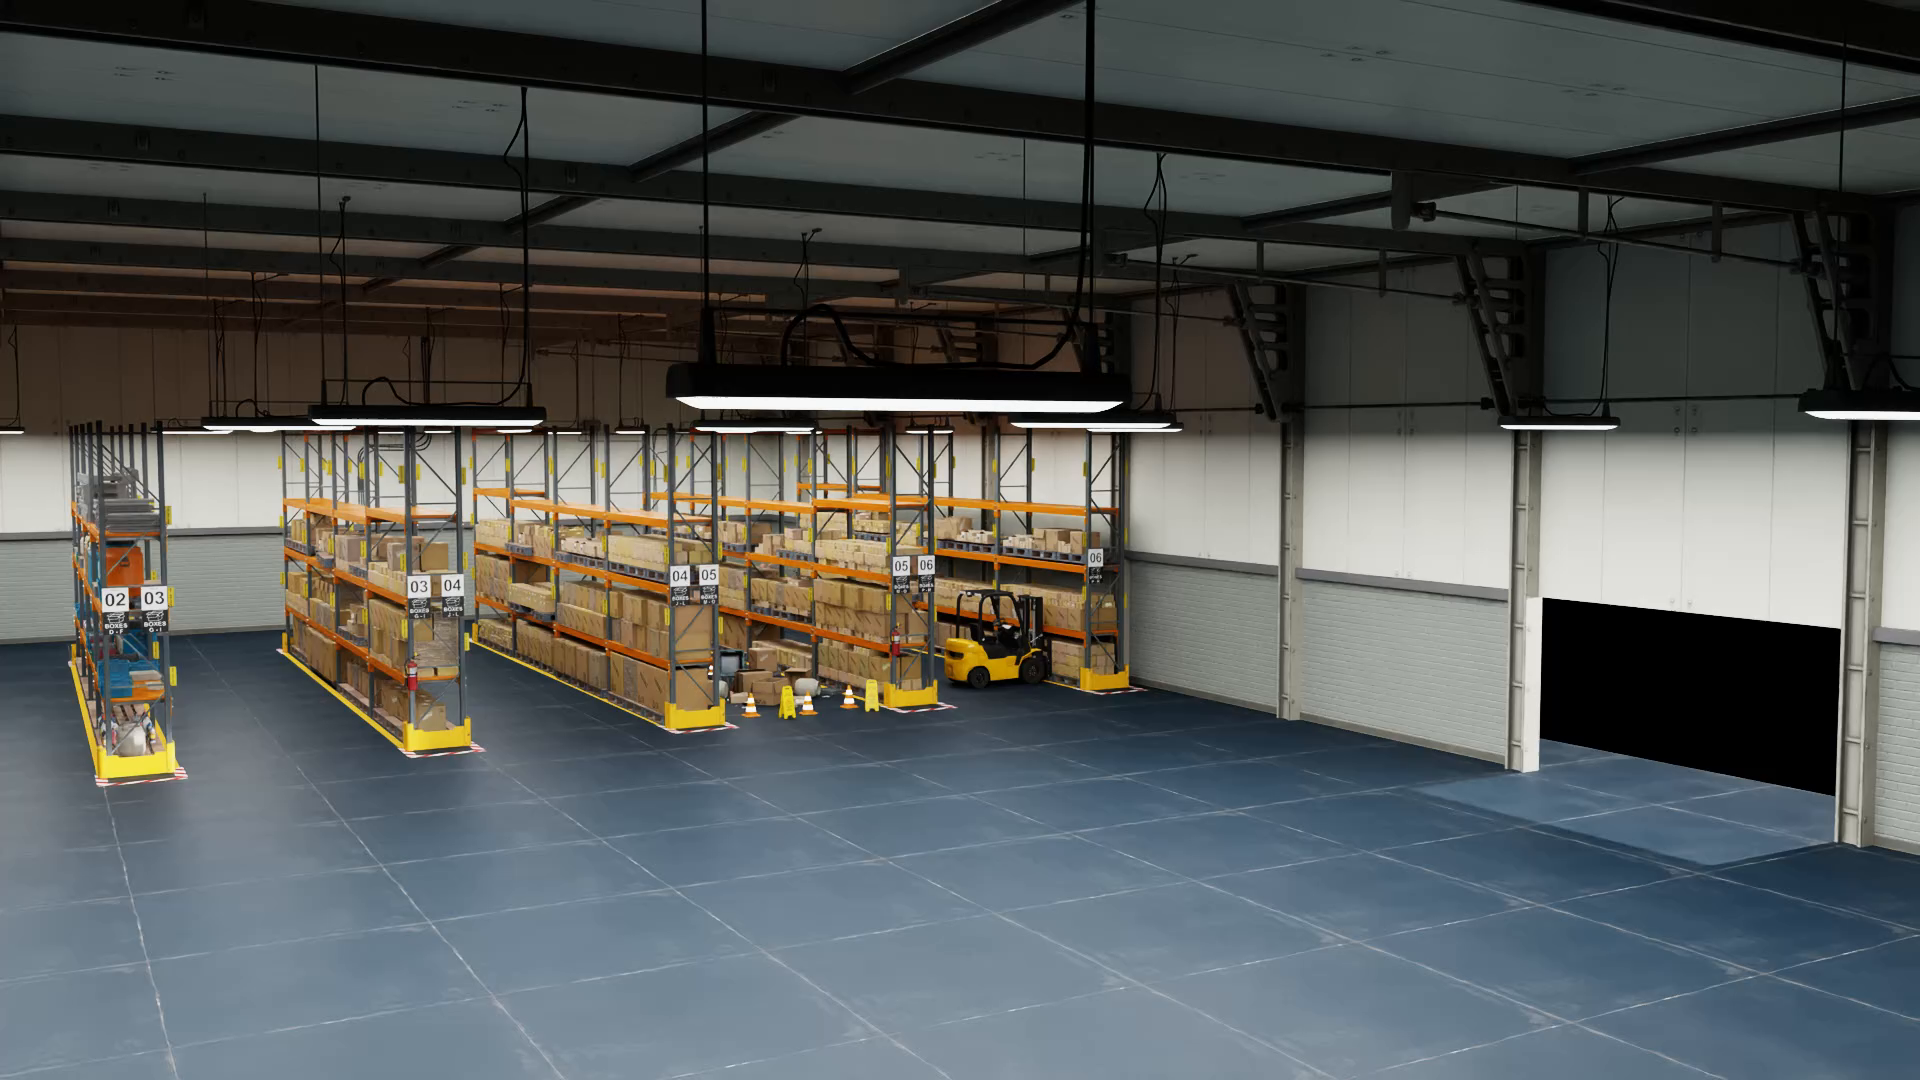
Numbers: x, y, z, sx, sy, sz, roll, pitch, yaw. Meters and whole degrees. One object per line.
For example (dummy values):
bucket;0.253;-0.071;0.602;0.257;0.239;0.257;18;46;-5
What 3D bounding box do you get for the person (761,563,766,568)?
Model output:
person;-6.244;1.599;53.056;0.540;1.710;0.860;3;5;39
